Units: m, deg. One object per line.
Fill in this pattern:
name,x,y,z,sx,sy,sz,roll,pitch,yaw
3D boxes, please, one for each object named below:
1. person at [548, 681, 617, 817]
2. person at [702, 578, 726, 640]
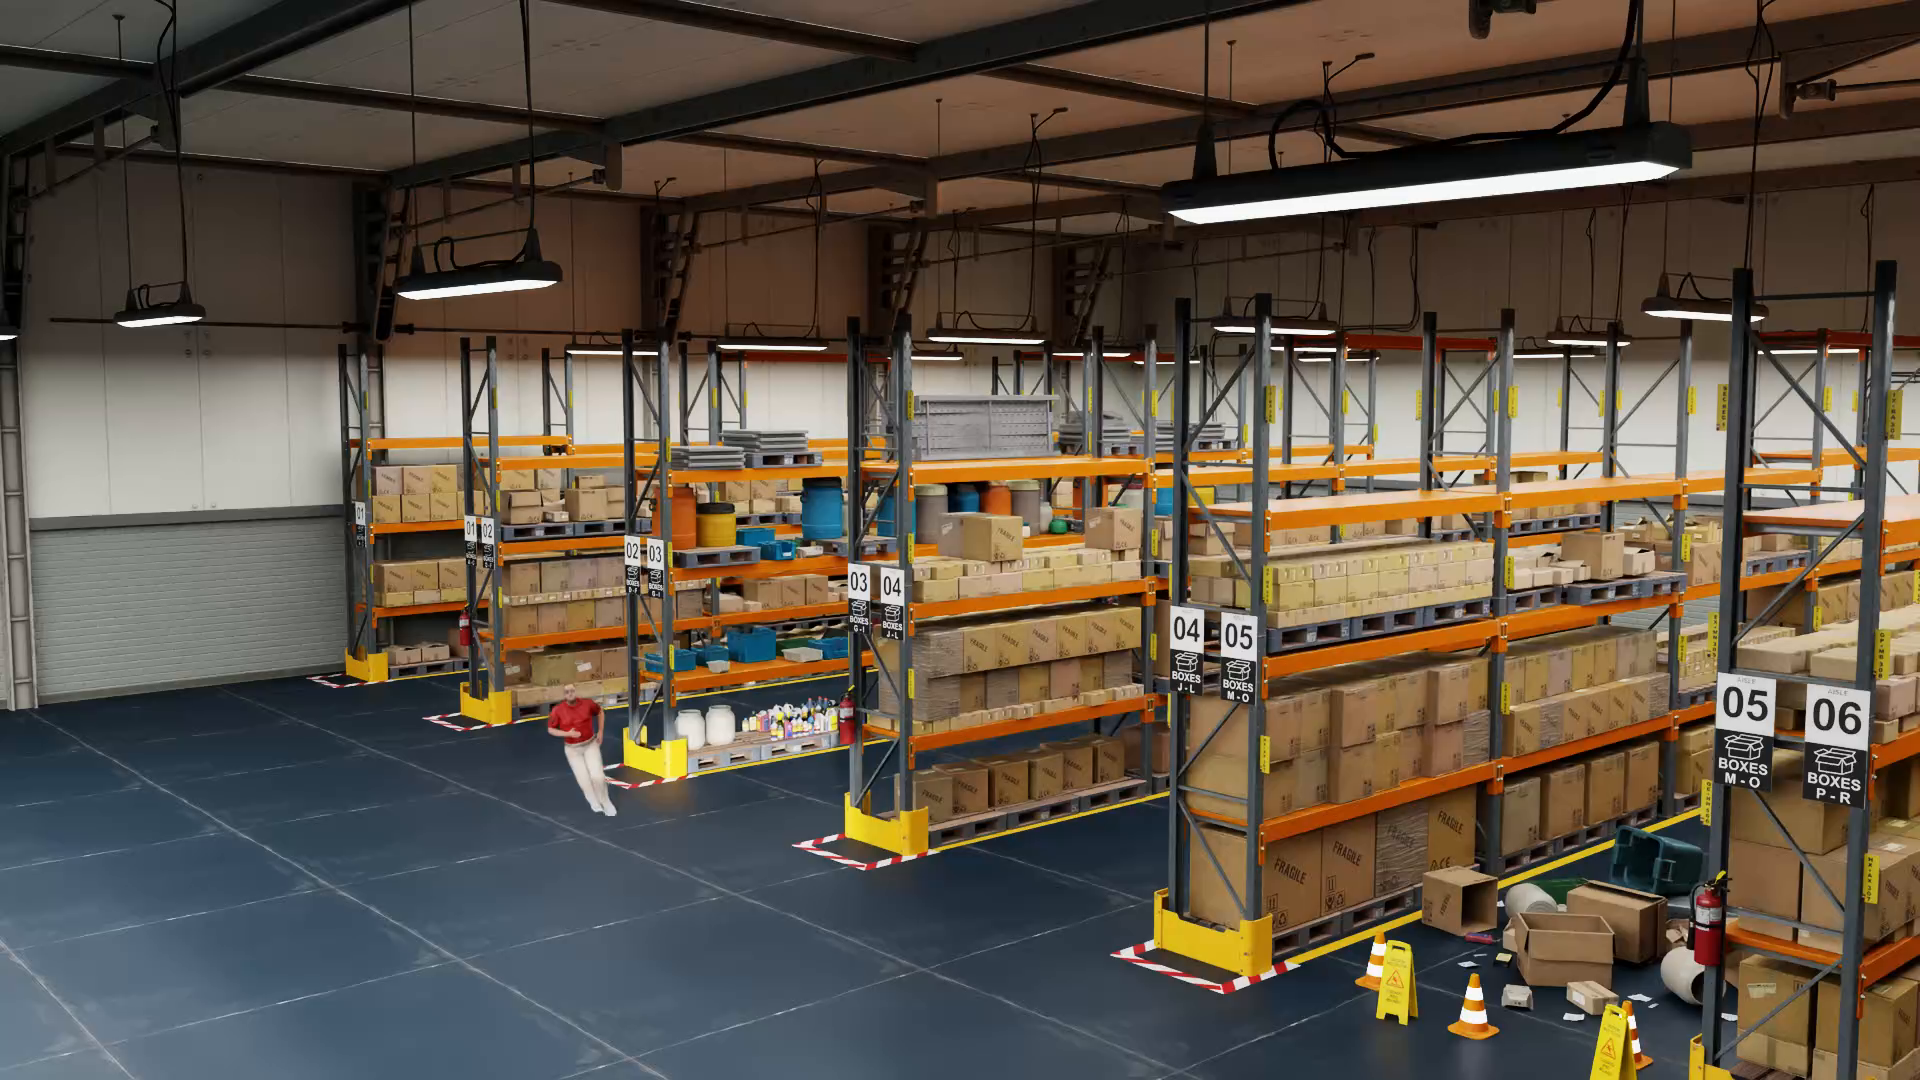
person,-4.578,2.541,20.140,0.791,1.692,0.636,-1,5,-12
person,-4.547,1.543,31.009,0.657,1.722,0.681,5,7,41
